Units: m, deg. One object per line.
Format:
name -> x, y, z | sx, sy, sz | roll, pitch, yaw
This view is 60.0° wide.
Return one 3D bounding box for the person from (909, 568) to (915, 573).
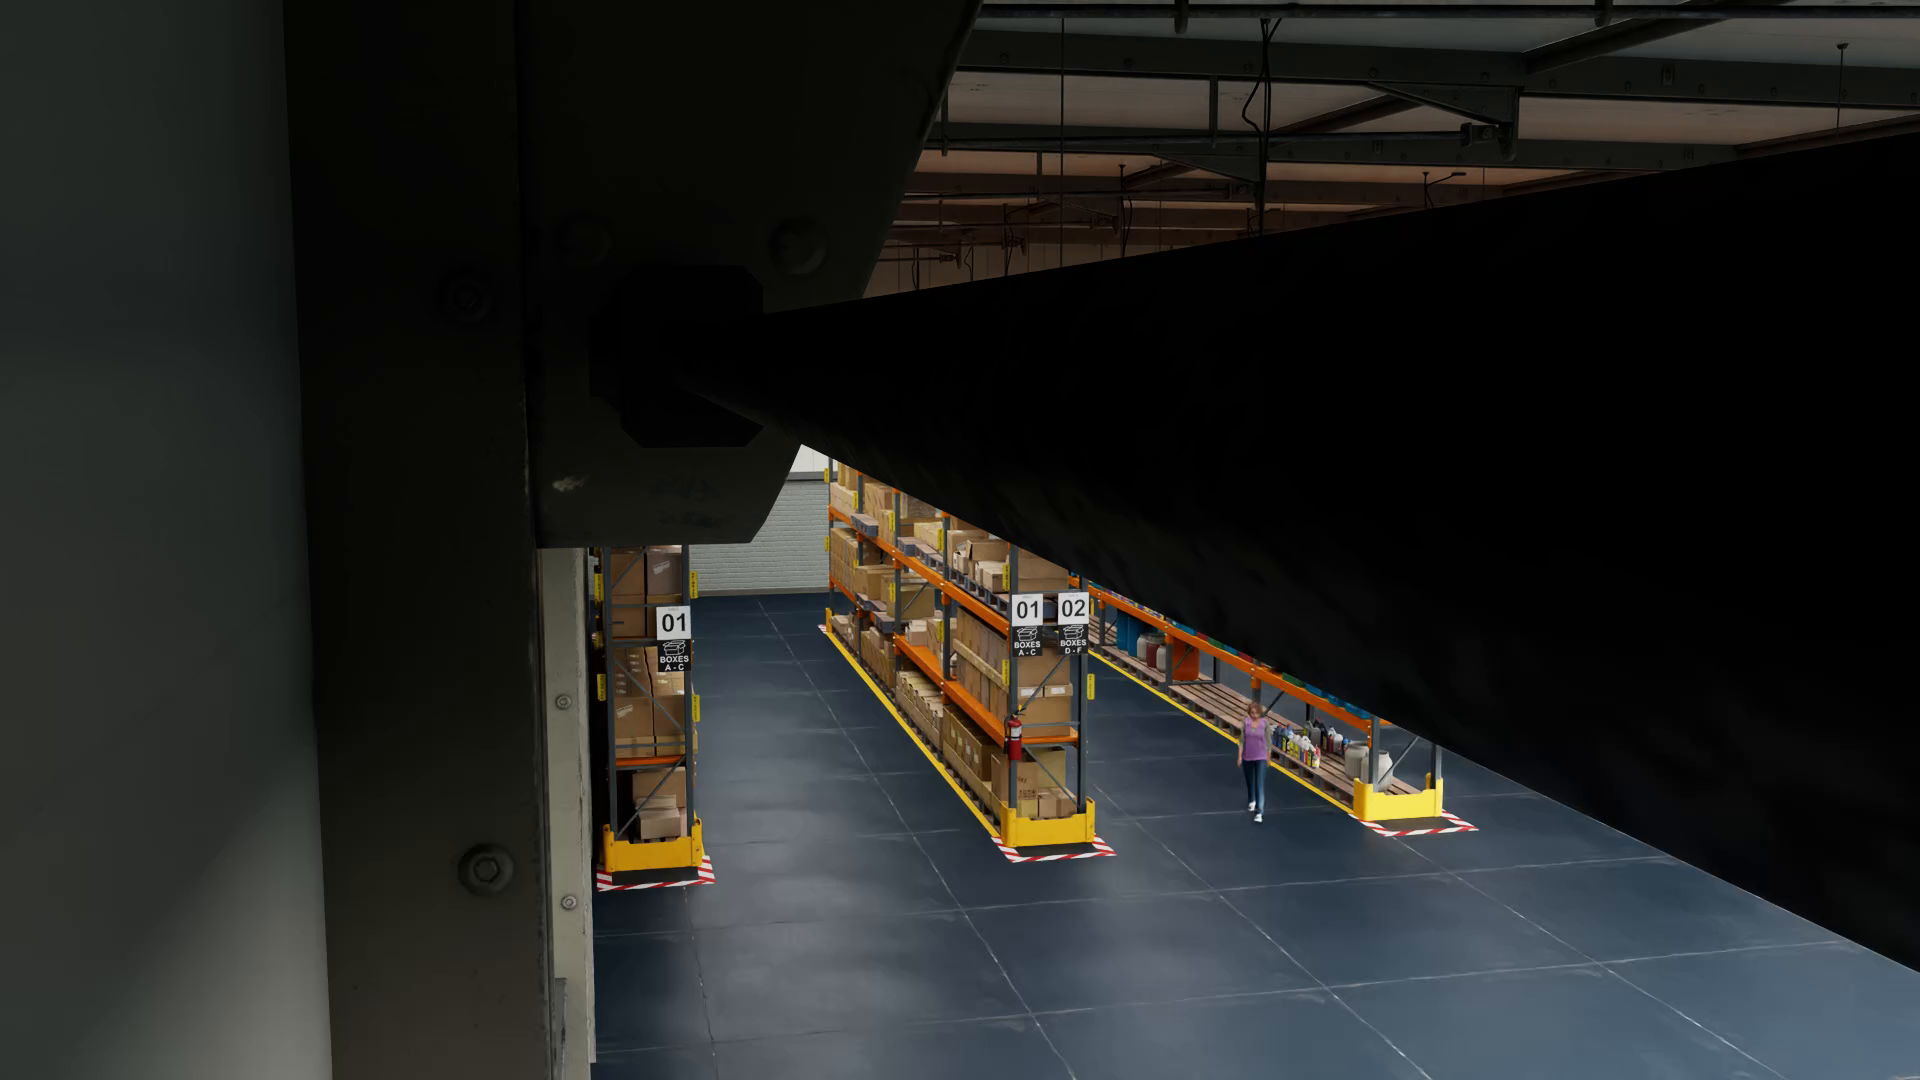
person -> -1.213, 0.504, 40.009 | 0.358, 0.612, 0.448 | 1, 7, 11
